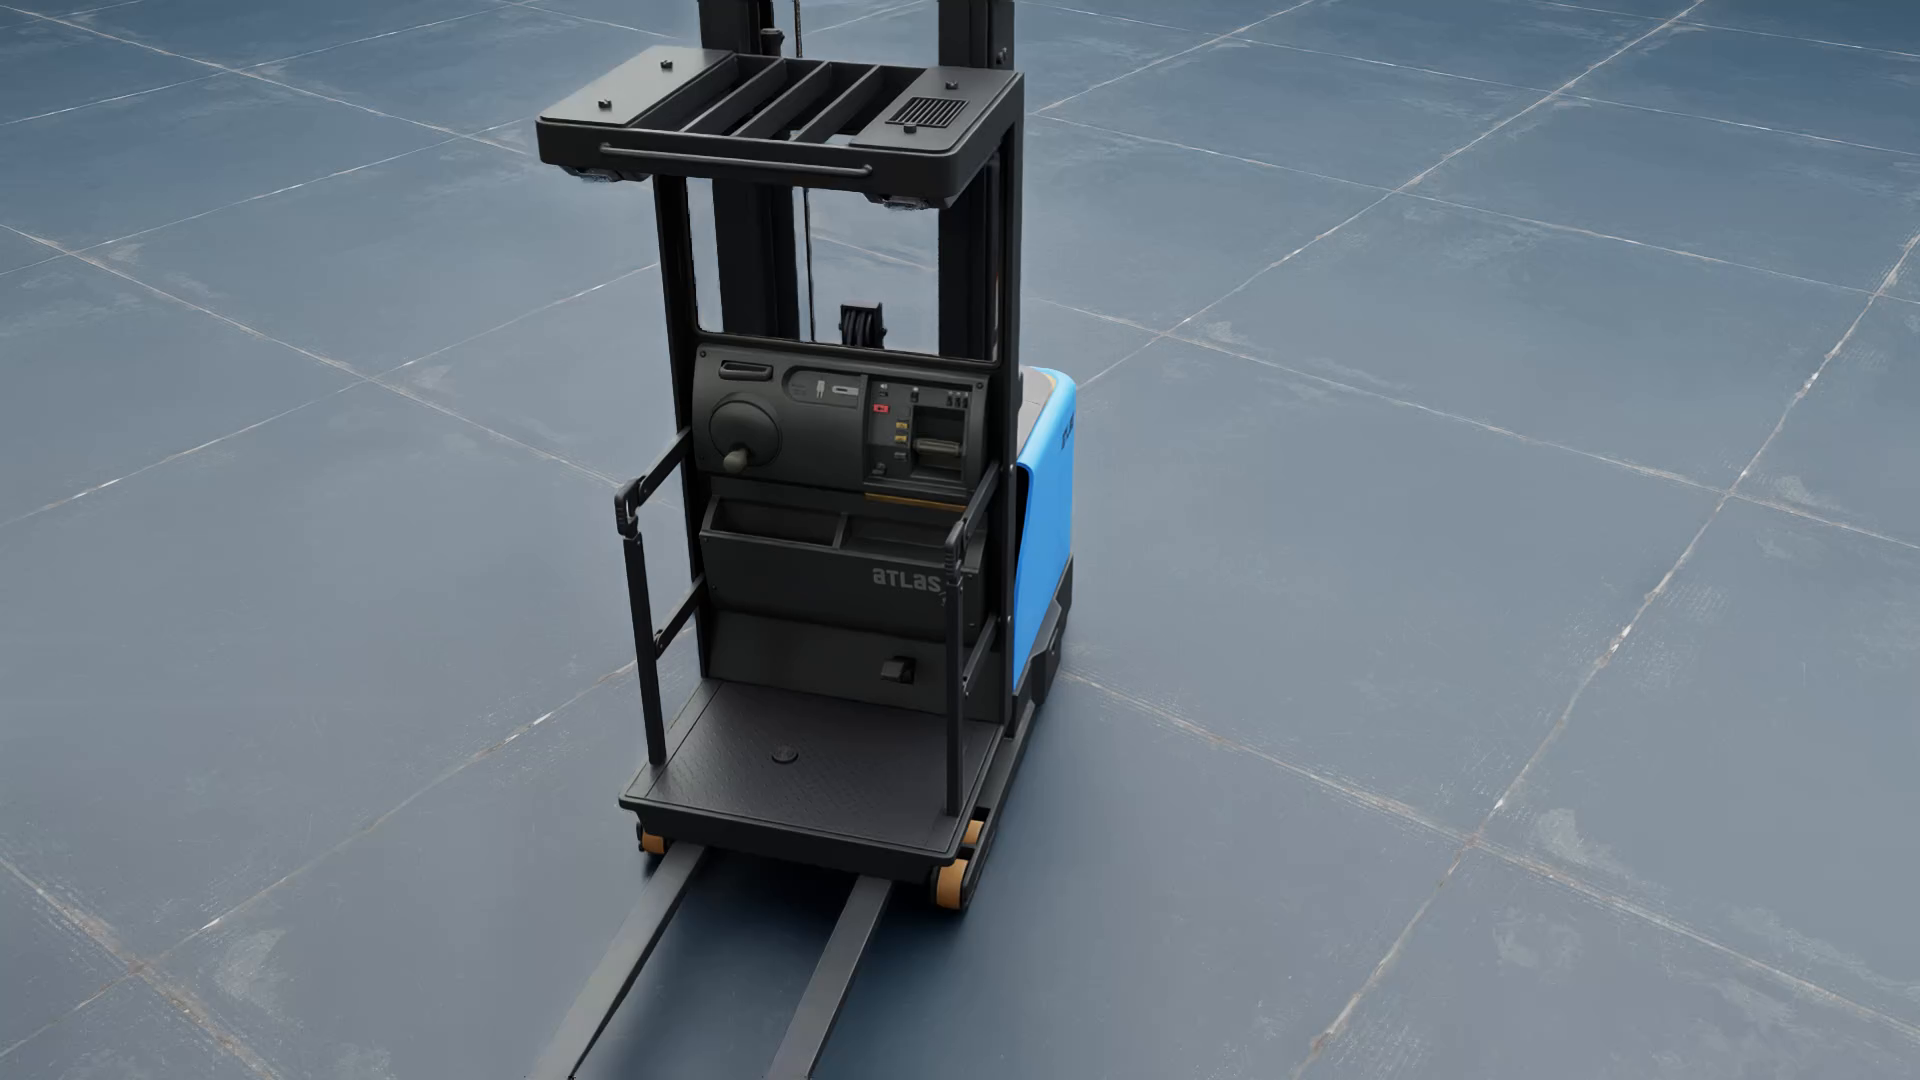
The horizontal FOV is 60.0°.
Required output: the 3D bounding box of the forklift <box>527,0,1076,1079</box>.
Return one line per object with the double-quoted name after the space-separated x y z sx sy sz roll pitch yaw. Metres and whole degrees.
-0.426 -0.309 4.897 1.130 2.935 3.031 8 32 13 "forklift"
